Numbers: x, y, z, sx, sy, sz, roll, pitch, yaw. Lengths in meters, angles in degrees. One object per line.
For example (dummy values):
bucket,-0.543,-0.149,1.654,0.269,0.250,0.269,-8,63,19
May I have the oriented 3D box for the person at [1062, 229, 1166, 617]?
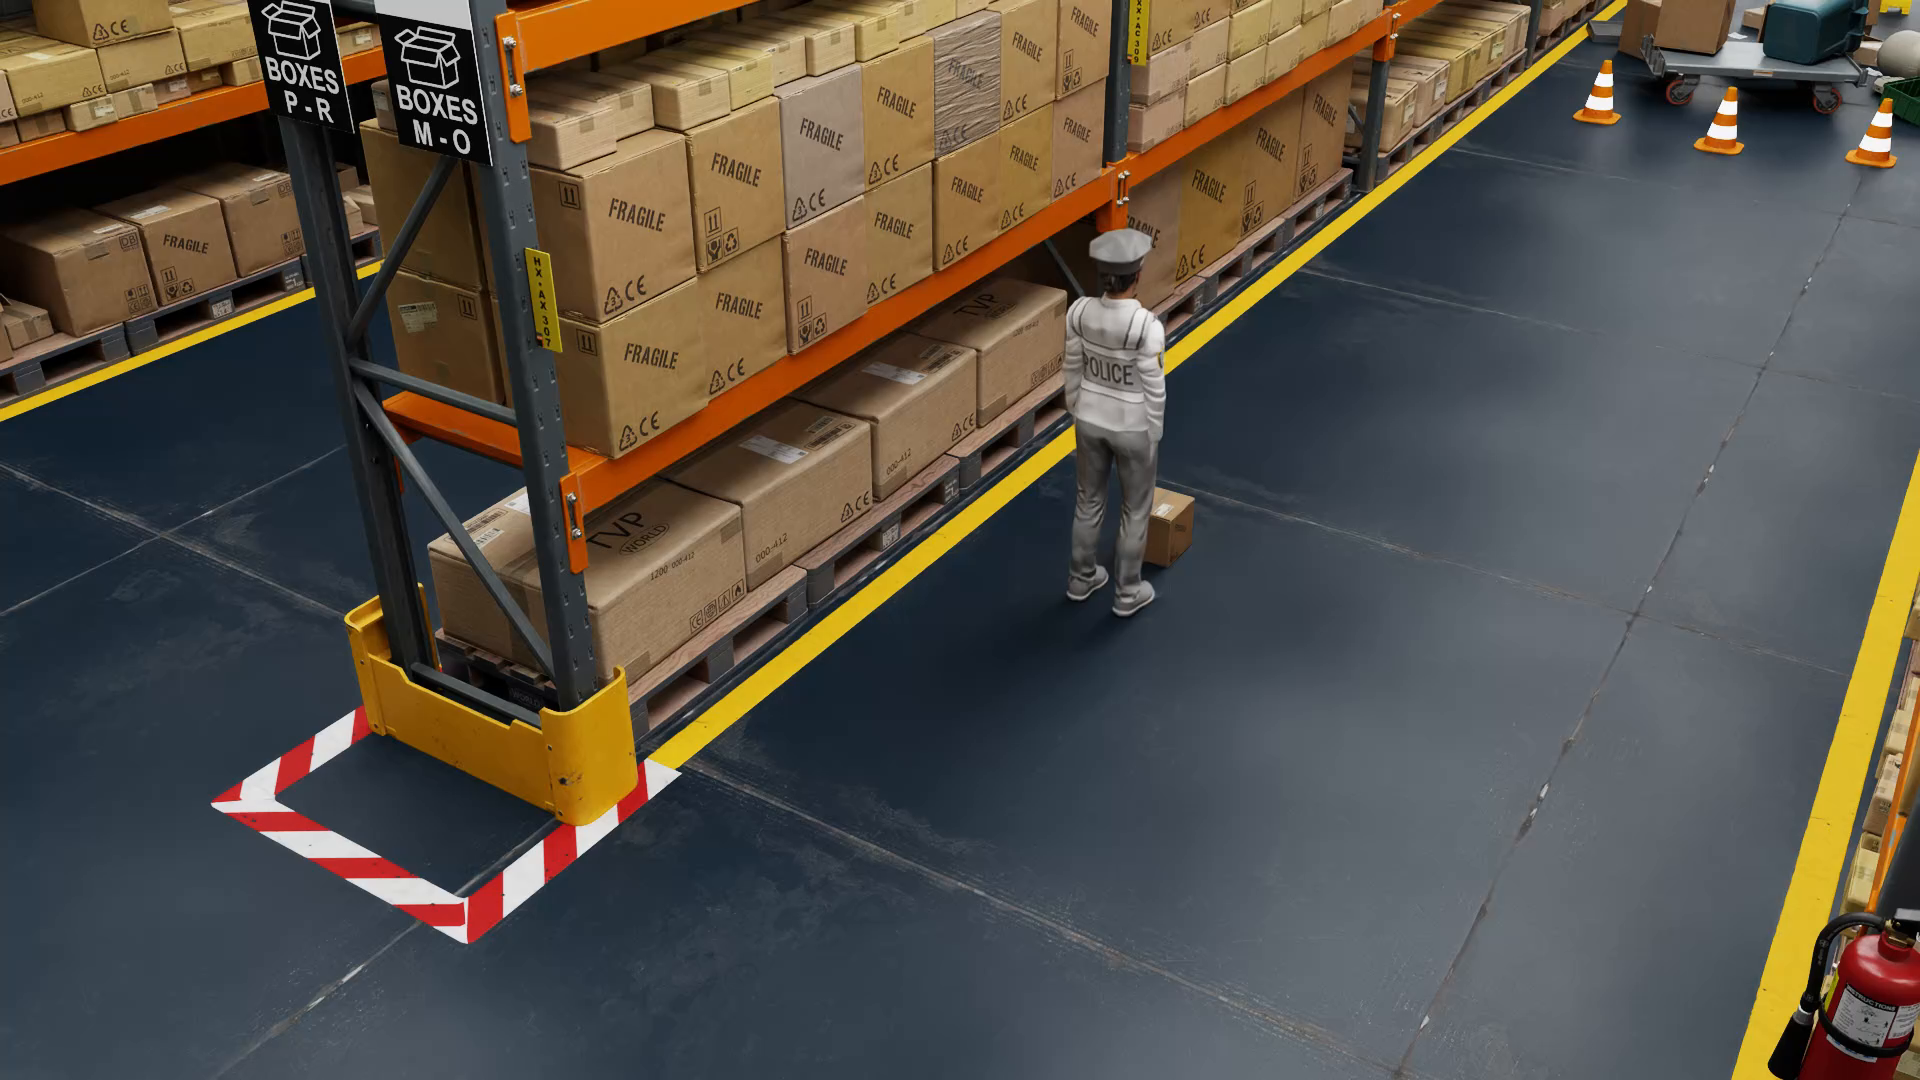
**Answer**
person,0.646,-0.474,6.932,0.467,1.666,0.329,19,35,28
